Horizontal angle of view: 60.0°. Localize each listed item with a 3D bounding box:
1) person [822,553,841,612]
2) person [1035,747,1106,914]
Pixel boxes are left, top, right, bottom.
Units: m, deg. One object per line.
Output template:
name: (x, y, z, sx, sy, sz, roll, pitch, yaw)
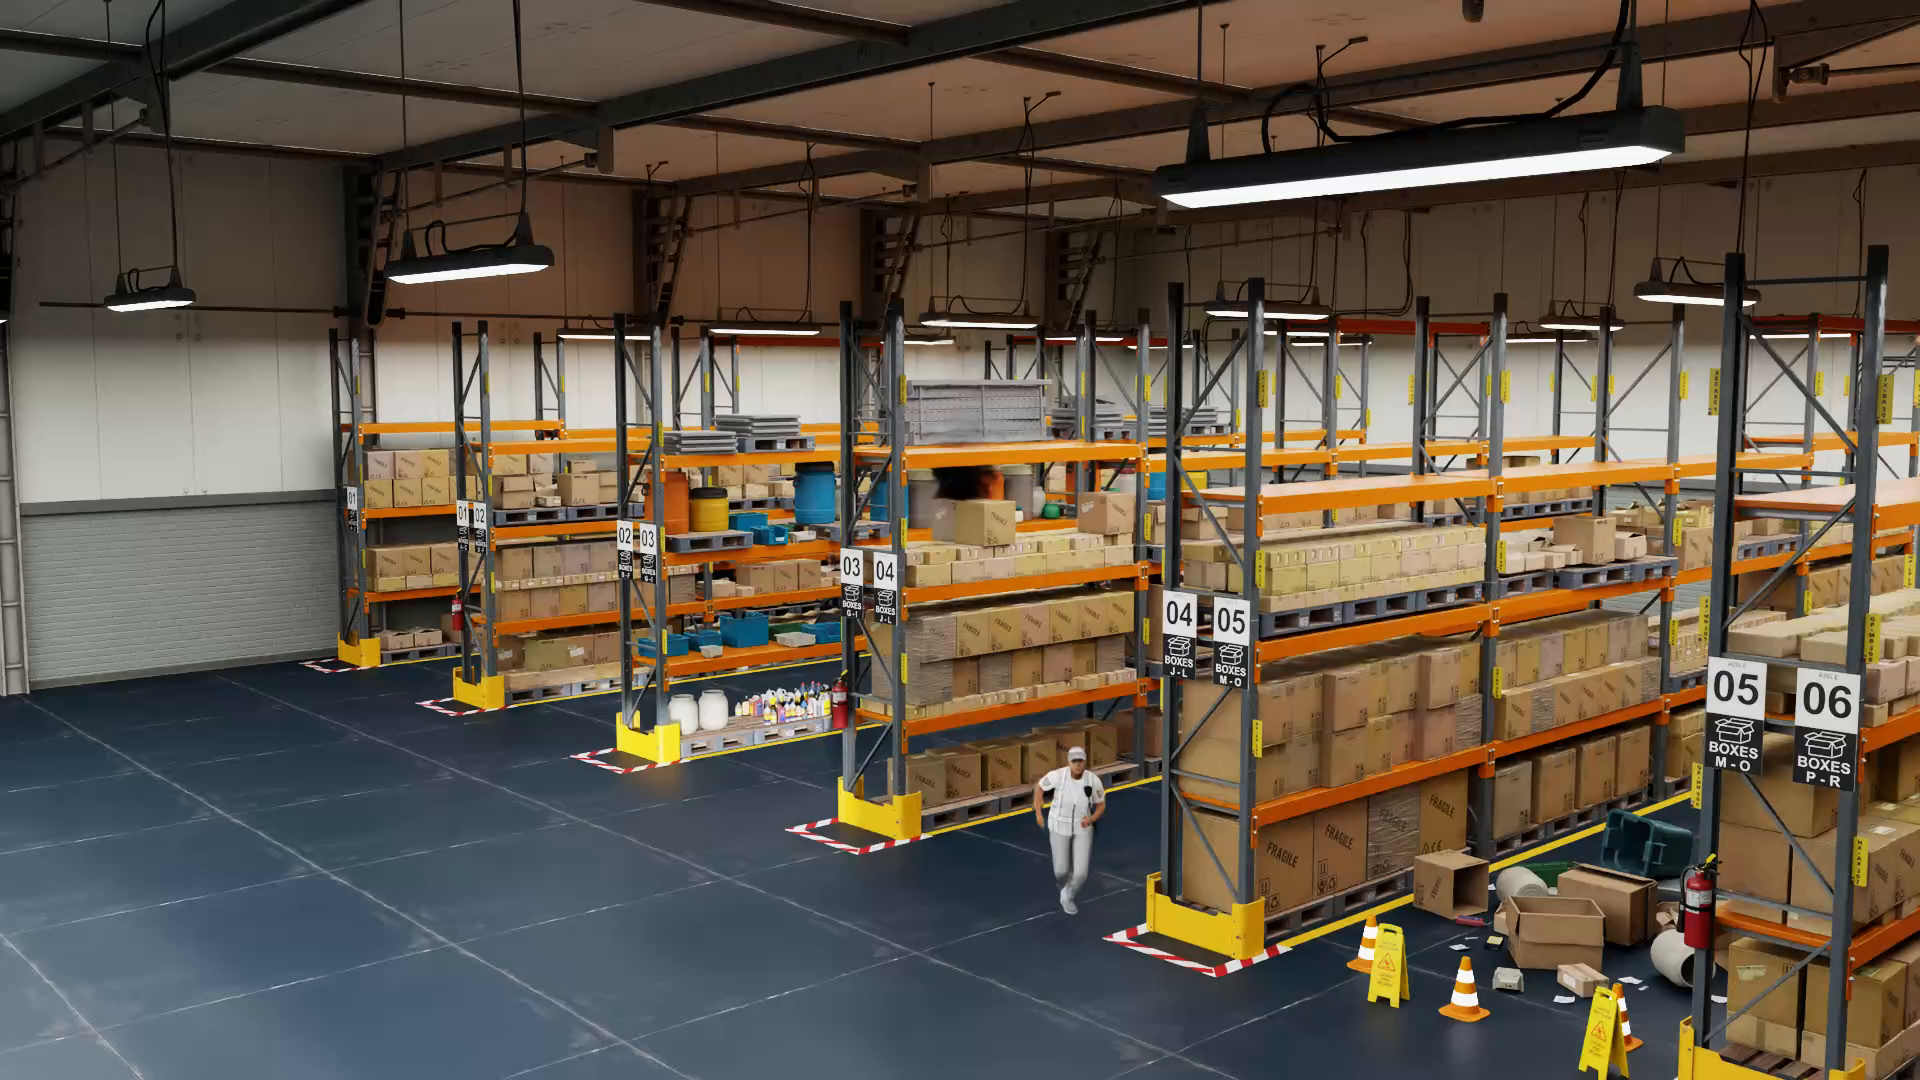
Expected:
person: (-2.554, 1.064, 33.410, 0.539, 1.598, 0.871, 5, 7, 40)
person: (1.007, 2.635, 15.115, 0.645, 1.550, 0.599, 0, 6, 0)
